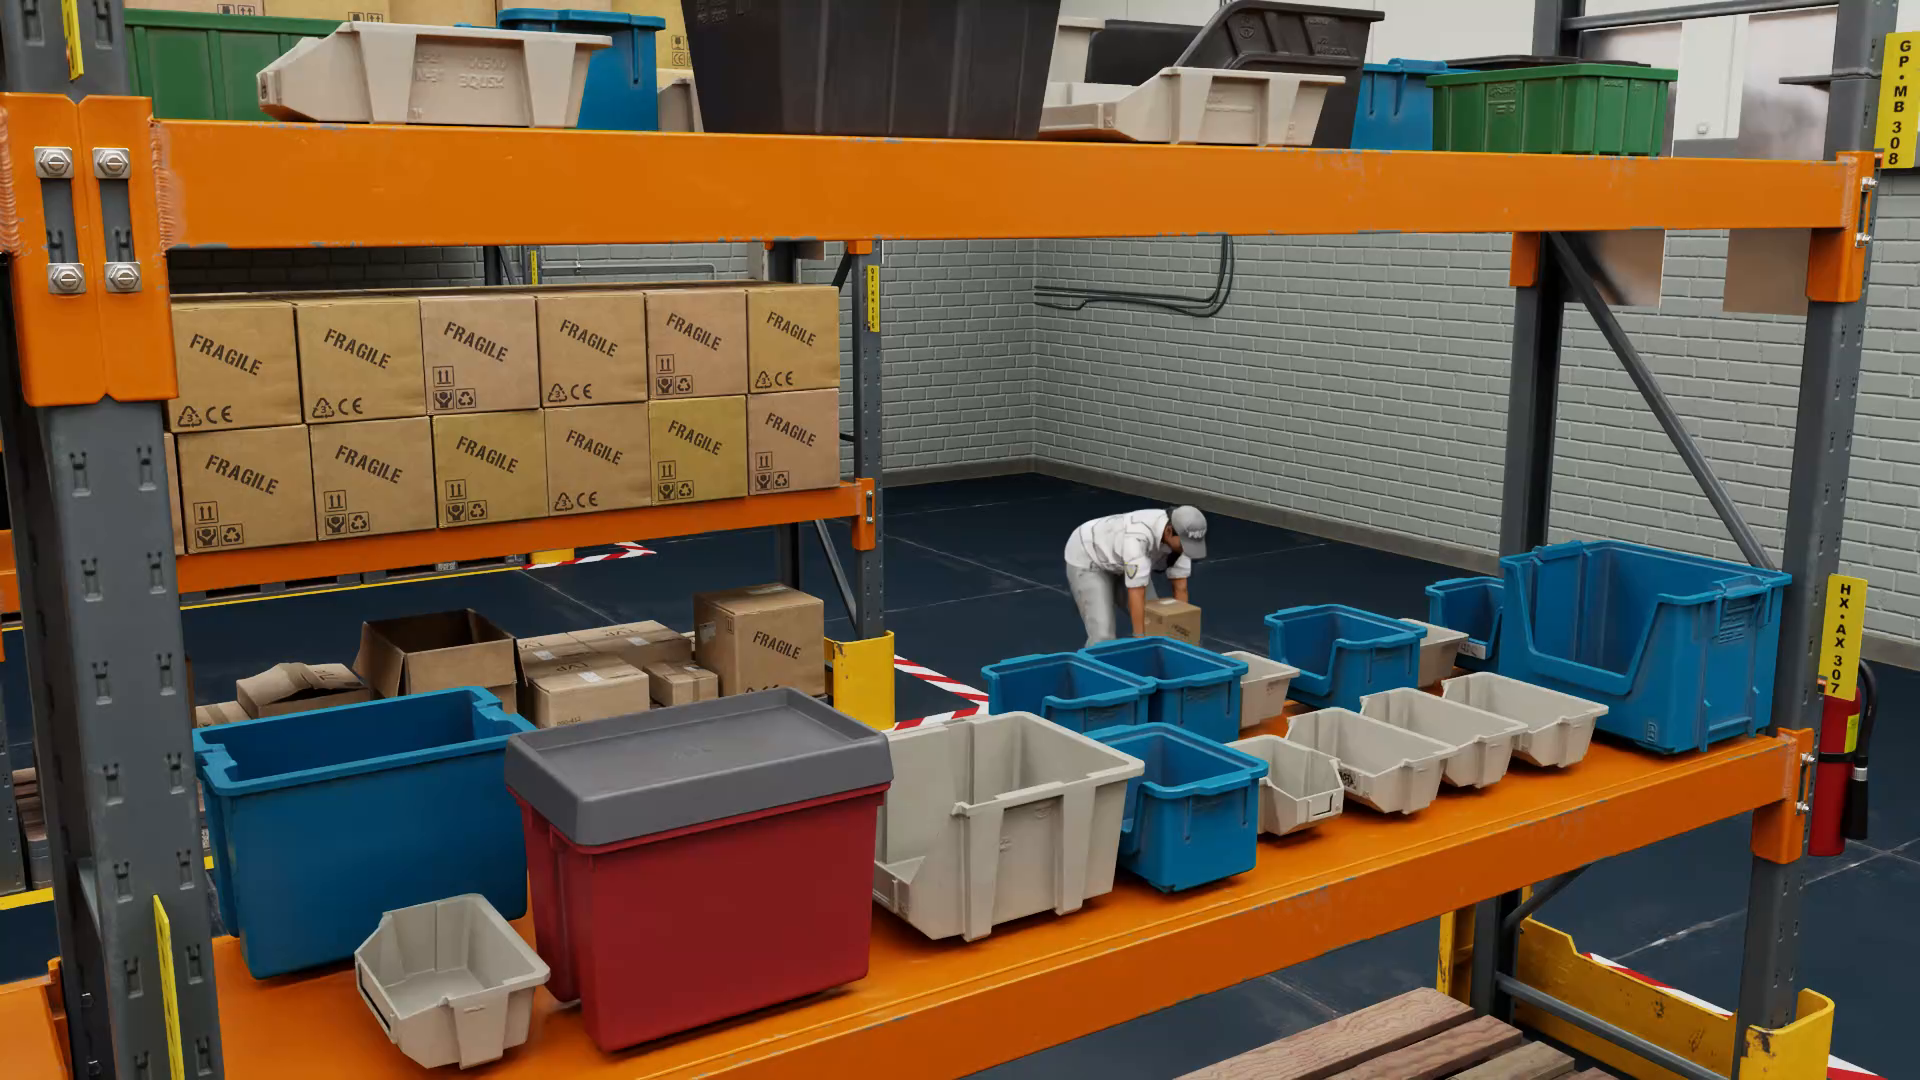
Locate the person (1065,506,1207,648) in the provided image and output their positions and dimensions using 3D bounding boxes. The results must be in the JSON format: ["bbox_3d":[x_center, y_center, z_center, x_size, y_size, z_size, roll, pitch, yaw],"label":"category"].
[{"bbox_3d":[0.944,0.362,8.828,0.484,1.201,0.910,-8,14,-35],"label":"person"}]
